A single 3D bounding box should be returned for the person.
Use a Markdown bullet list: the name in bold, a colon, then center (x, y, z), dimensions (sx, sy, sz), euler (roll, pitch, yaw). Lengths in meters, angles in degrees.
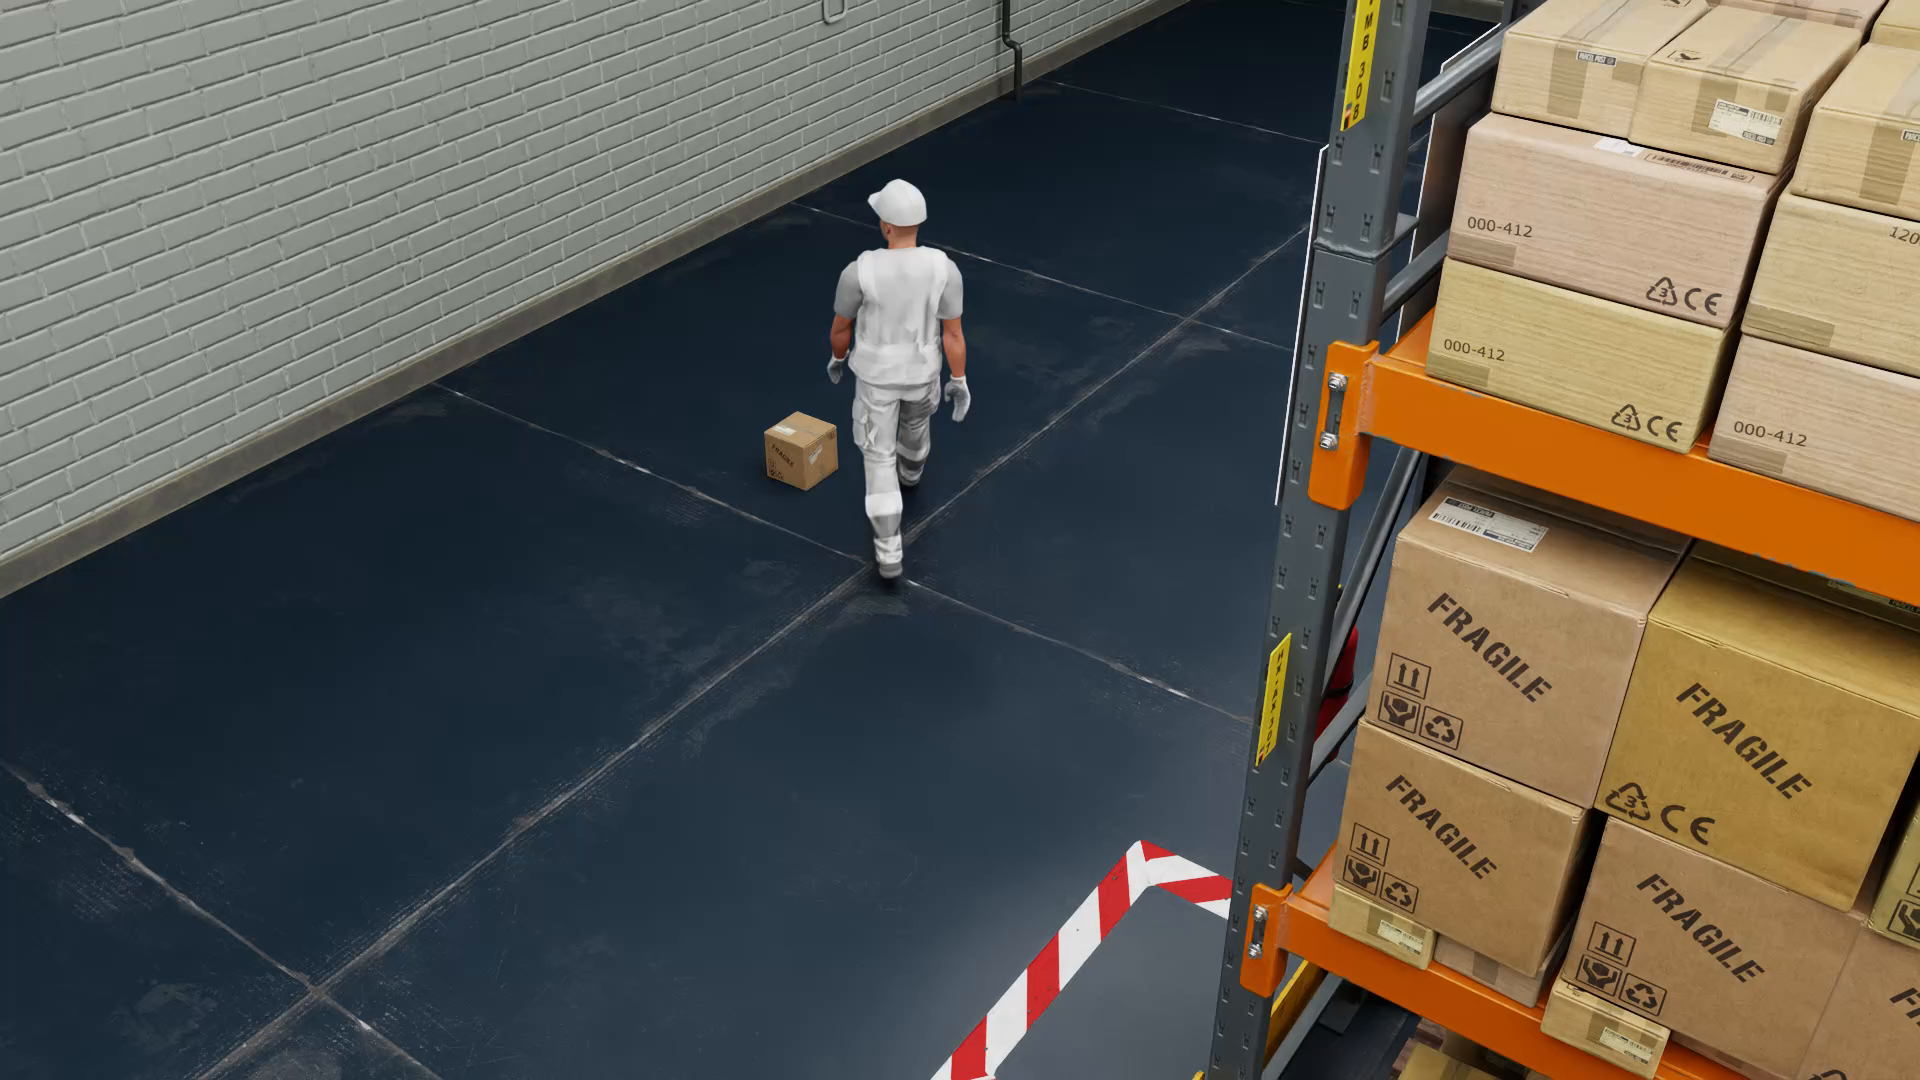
- **person**: center (-0.295, -0.806, 7.334), dimensions (0.575, 1.726, 1.066), euler (-8, 35, -11)
